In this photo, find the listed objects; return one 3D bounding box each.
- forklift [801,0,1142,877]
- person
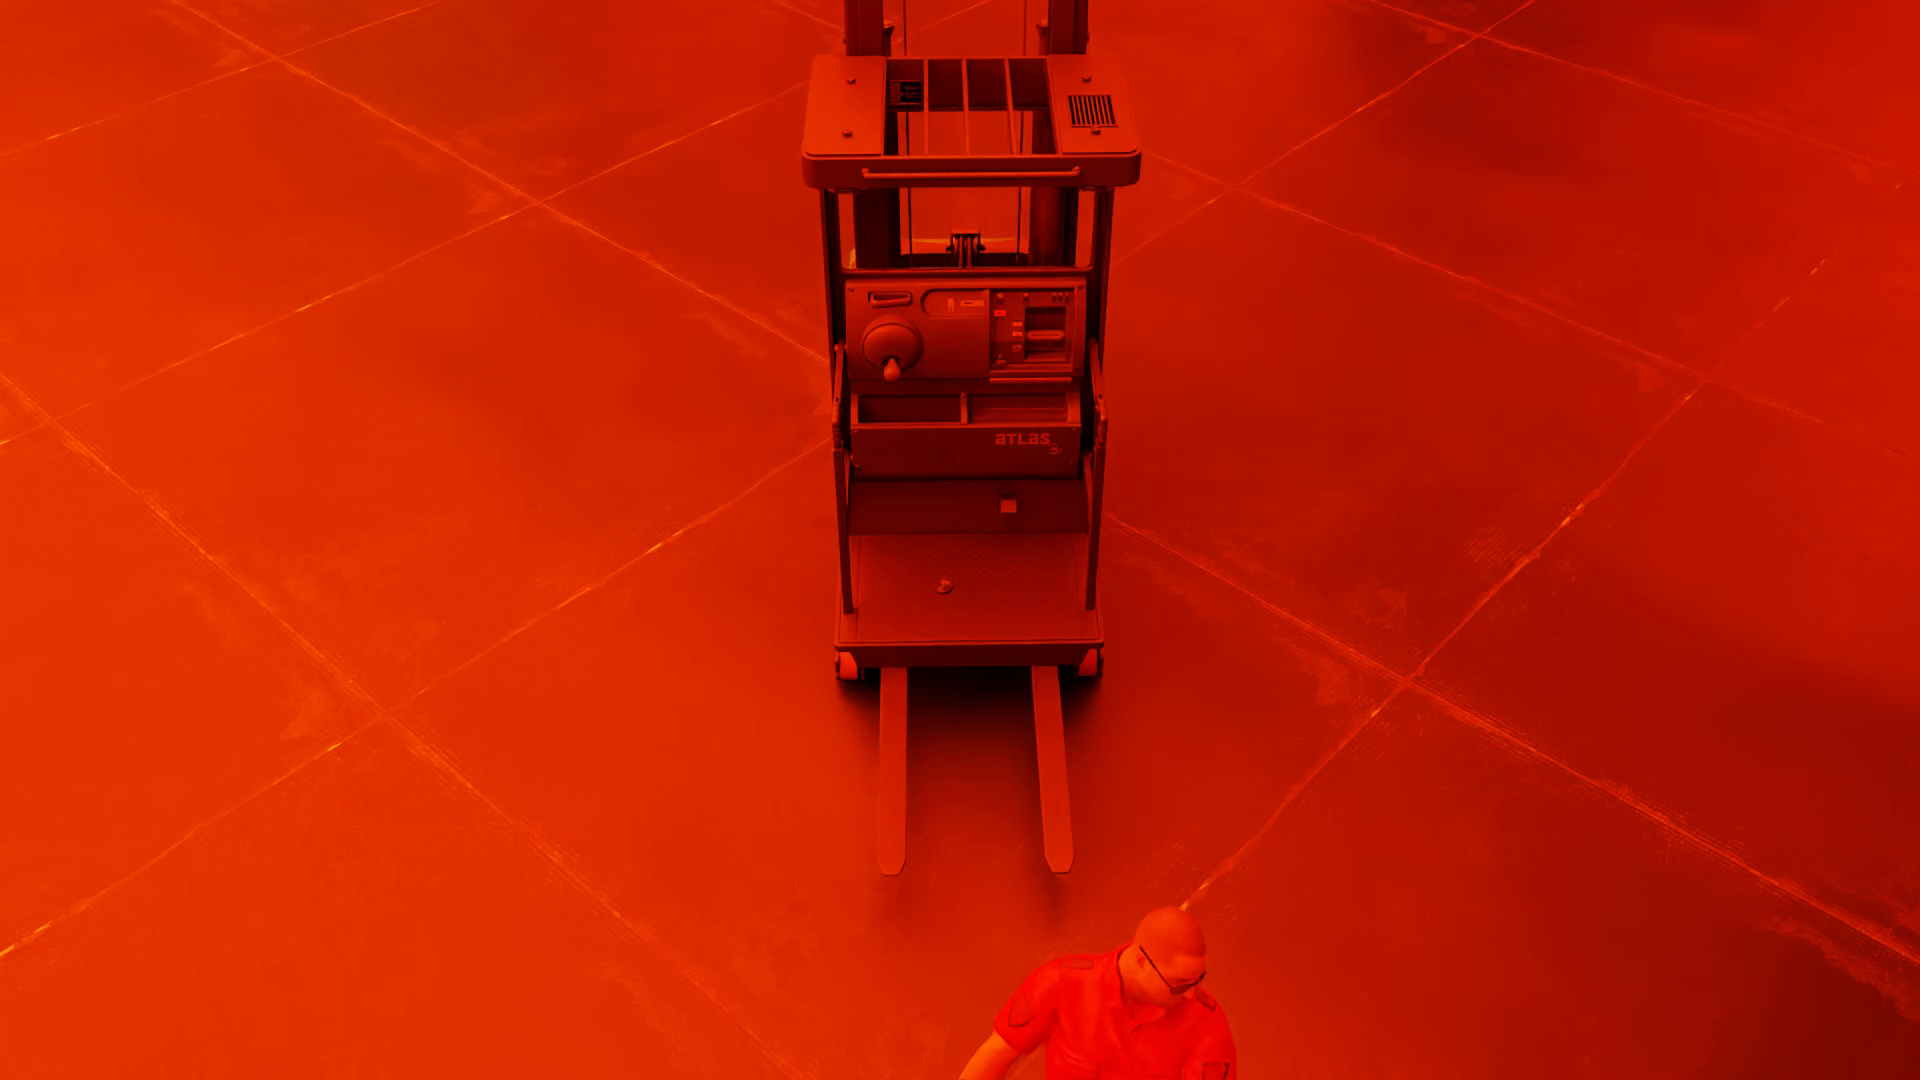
[{"bbox_3d":[0.030,-0.734,6.284,1.130,2.935,3.031,-1,41,-1],"label":"forklift"},{"bbox_3d":[0.323,1.709,4.508,0.844,1.508,0.862,-3,41,-3],"label":"person"}]
